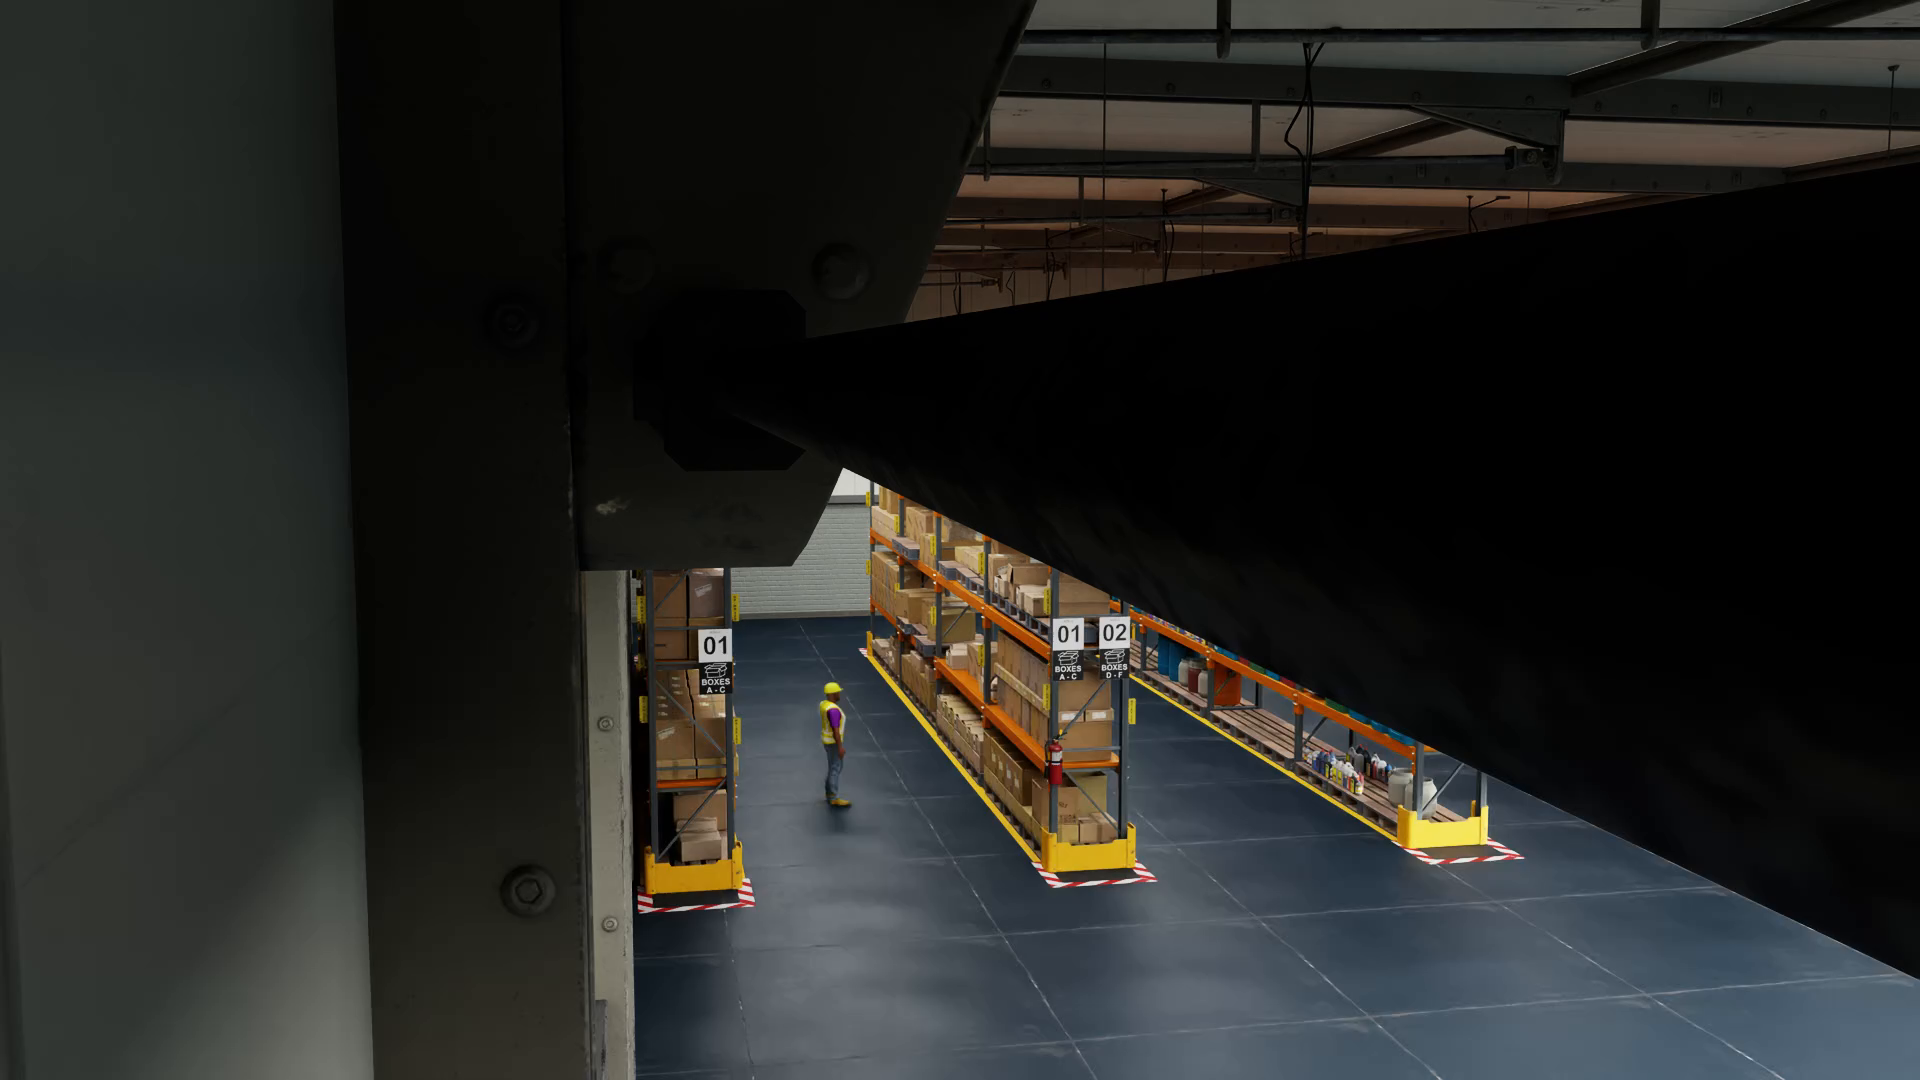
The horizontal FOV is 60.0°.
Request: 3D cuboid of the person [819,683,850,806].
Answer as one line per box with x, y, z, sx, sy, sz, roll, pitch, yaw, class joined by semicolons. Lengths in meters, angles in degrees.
-1.822;2.979;24.098;0.401;1.848;0.634;-1;6;-11;person
